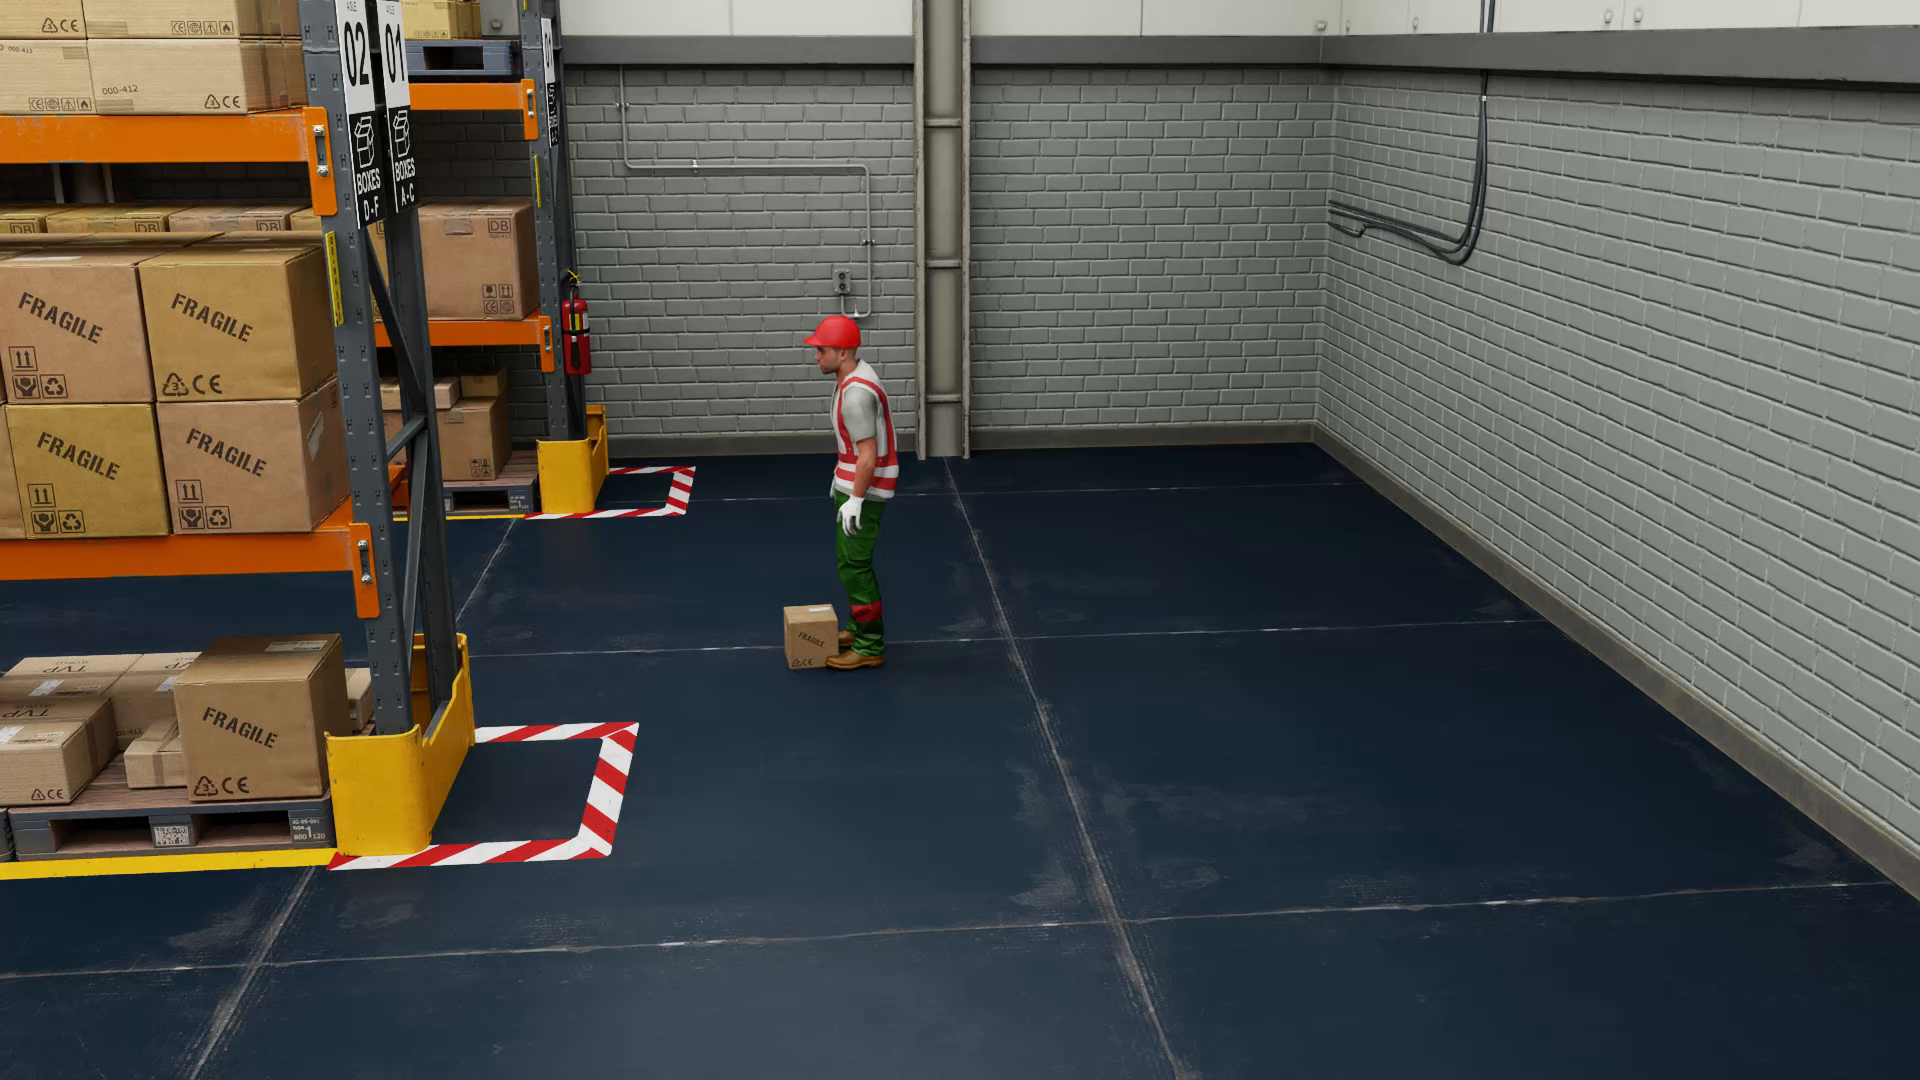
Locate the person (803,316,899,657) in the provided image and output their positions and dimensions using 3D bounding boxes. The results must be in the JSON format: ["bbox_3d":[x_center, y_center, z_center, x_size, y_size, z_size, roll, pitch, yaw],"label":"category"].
[{"bbox_3d":[-0.538,-0.268,8.310,0.453,1.721,0.590,-2,17,-7],"label":"person"}]
